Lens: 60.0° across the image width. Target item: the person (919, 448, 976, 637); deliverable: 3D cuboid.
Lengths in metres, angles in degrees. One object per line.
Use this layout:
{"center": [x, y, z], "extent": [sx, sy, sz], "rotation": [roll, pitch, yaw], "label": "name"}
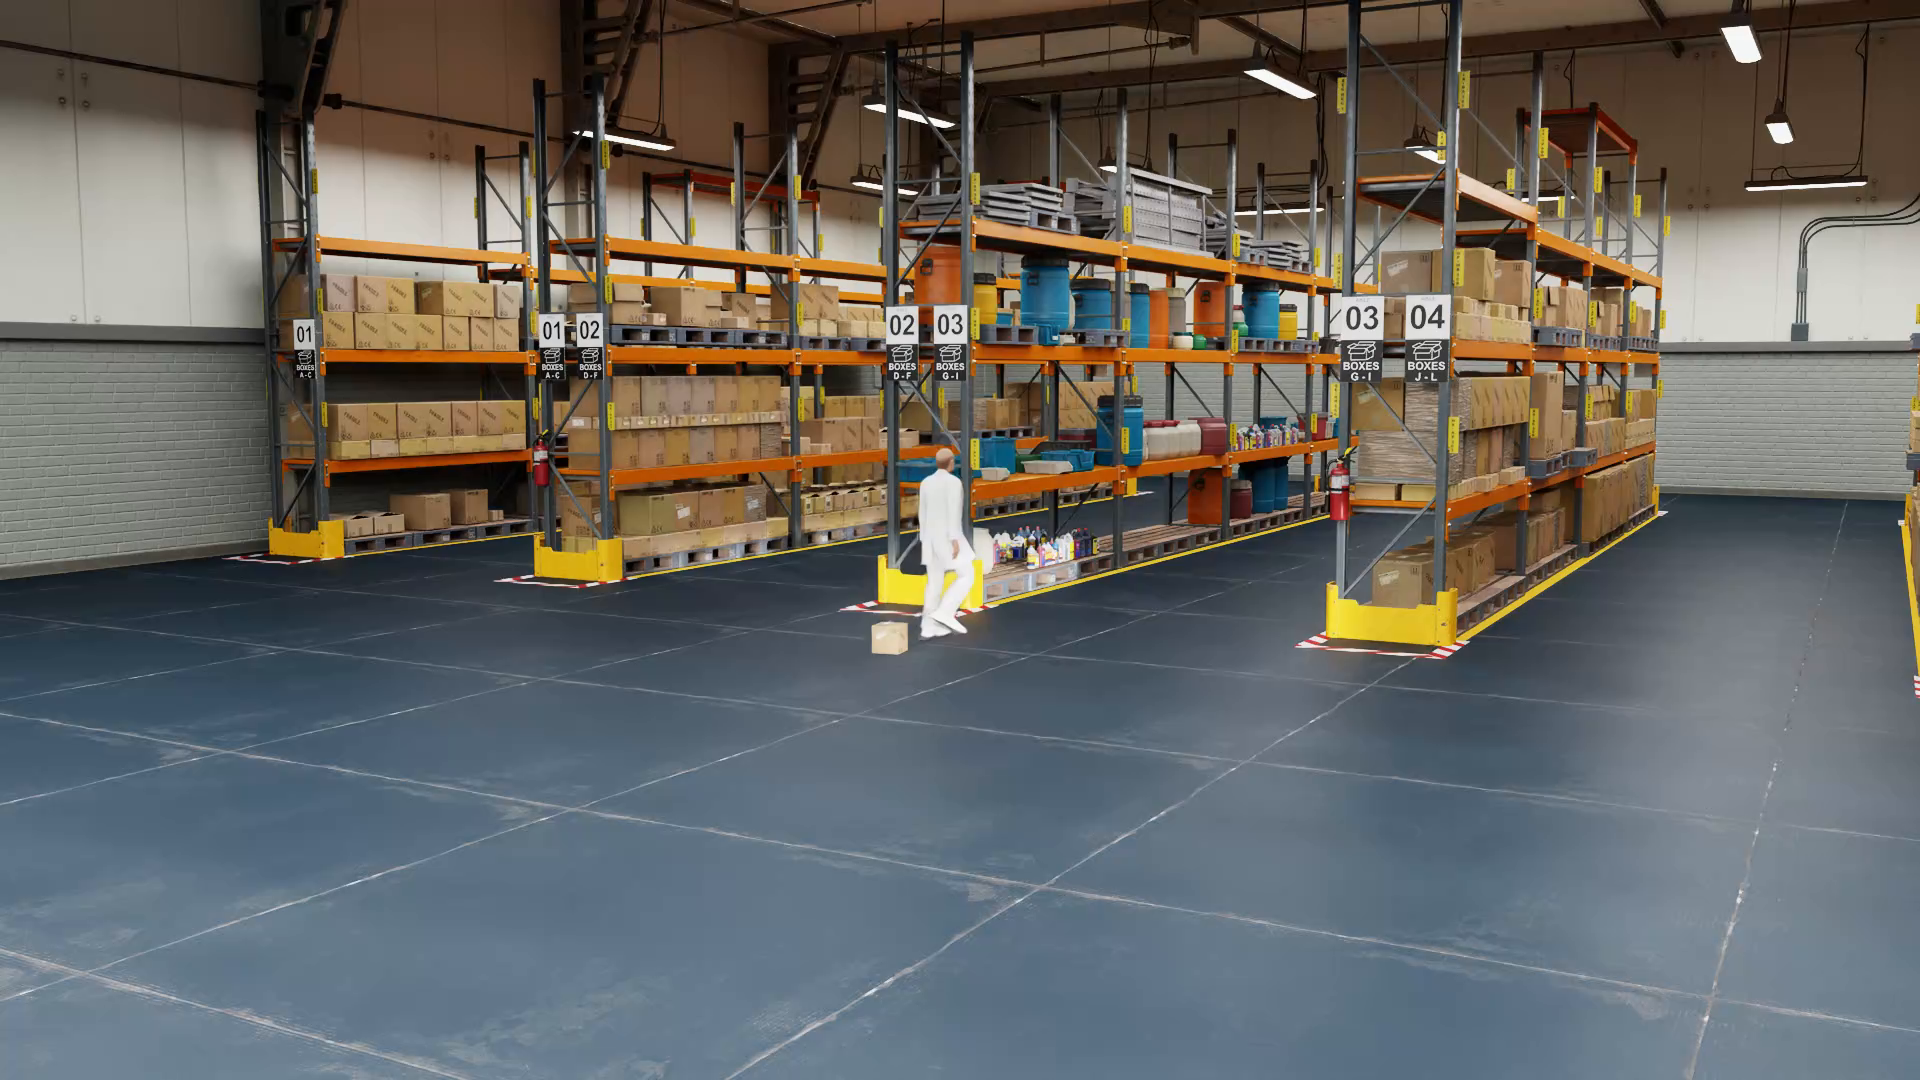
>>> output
{"center": [-0.168, 0.018, 15.693], "extent": [0.610, 1.764, 0.534], "rotation": [6, 8, 43], "label": "person"}
